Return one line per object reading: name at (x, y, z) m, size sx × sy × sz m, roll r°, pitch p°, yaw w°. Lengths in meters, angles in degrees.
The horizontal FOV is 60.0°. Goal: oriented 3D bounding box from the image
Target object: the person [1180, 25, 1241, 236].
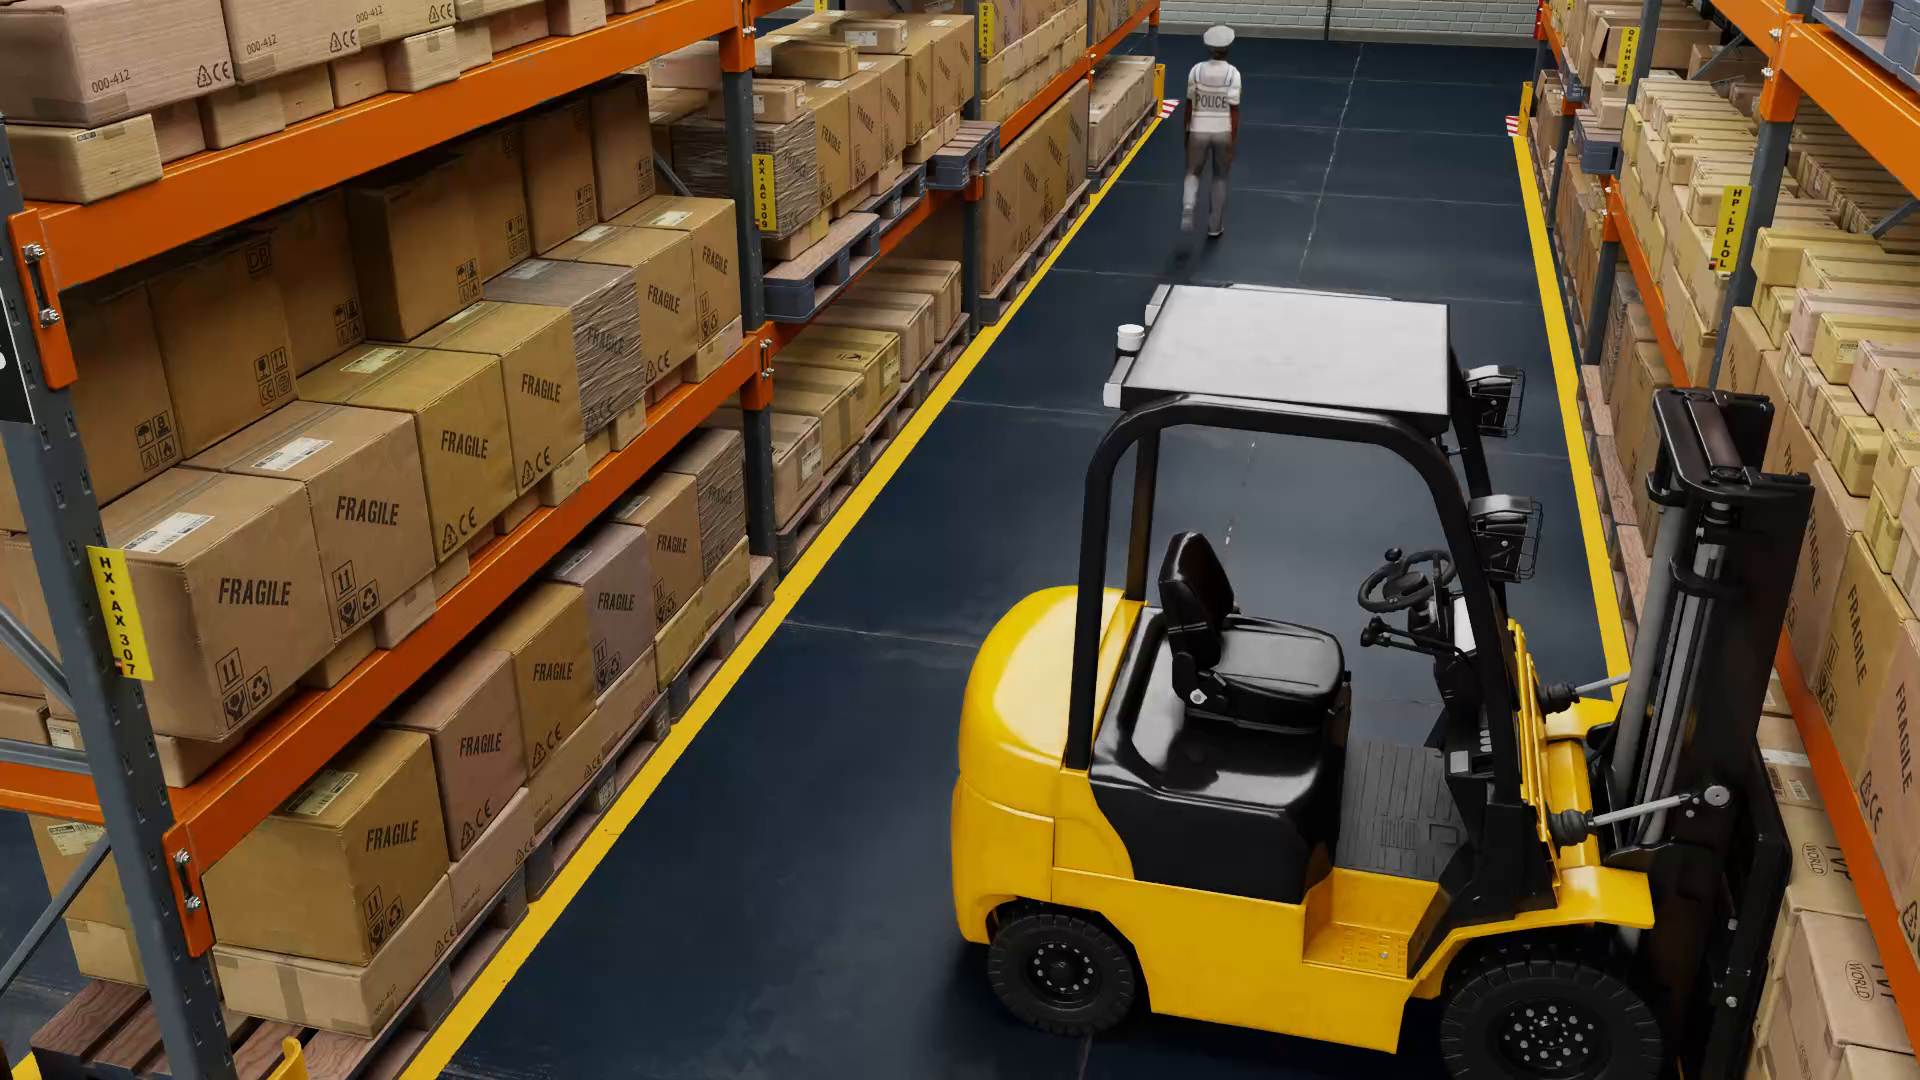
person at (2.010, -3.255, 13.362) m, size 0.446 × 1.679 × 0.632 m, roll 7°, pitch 26°, yaw 14°
